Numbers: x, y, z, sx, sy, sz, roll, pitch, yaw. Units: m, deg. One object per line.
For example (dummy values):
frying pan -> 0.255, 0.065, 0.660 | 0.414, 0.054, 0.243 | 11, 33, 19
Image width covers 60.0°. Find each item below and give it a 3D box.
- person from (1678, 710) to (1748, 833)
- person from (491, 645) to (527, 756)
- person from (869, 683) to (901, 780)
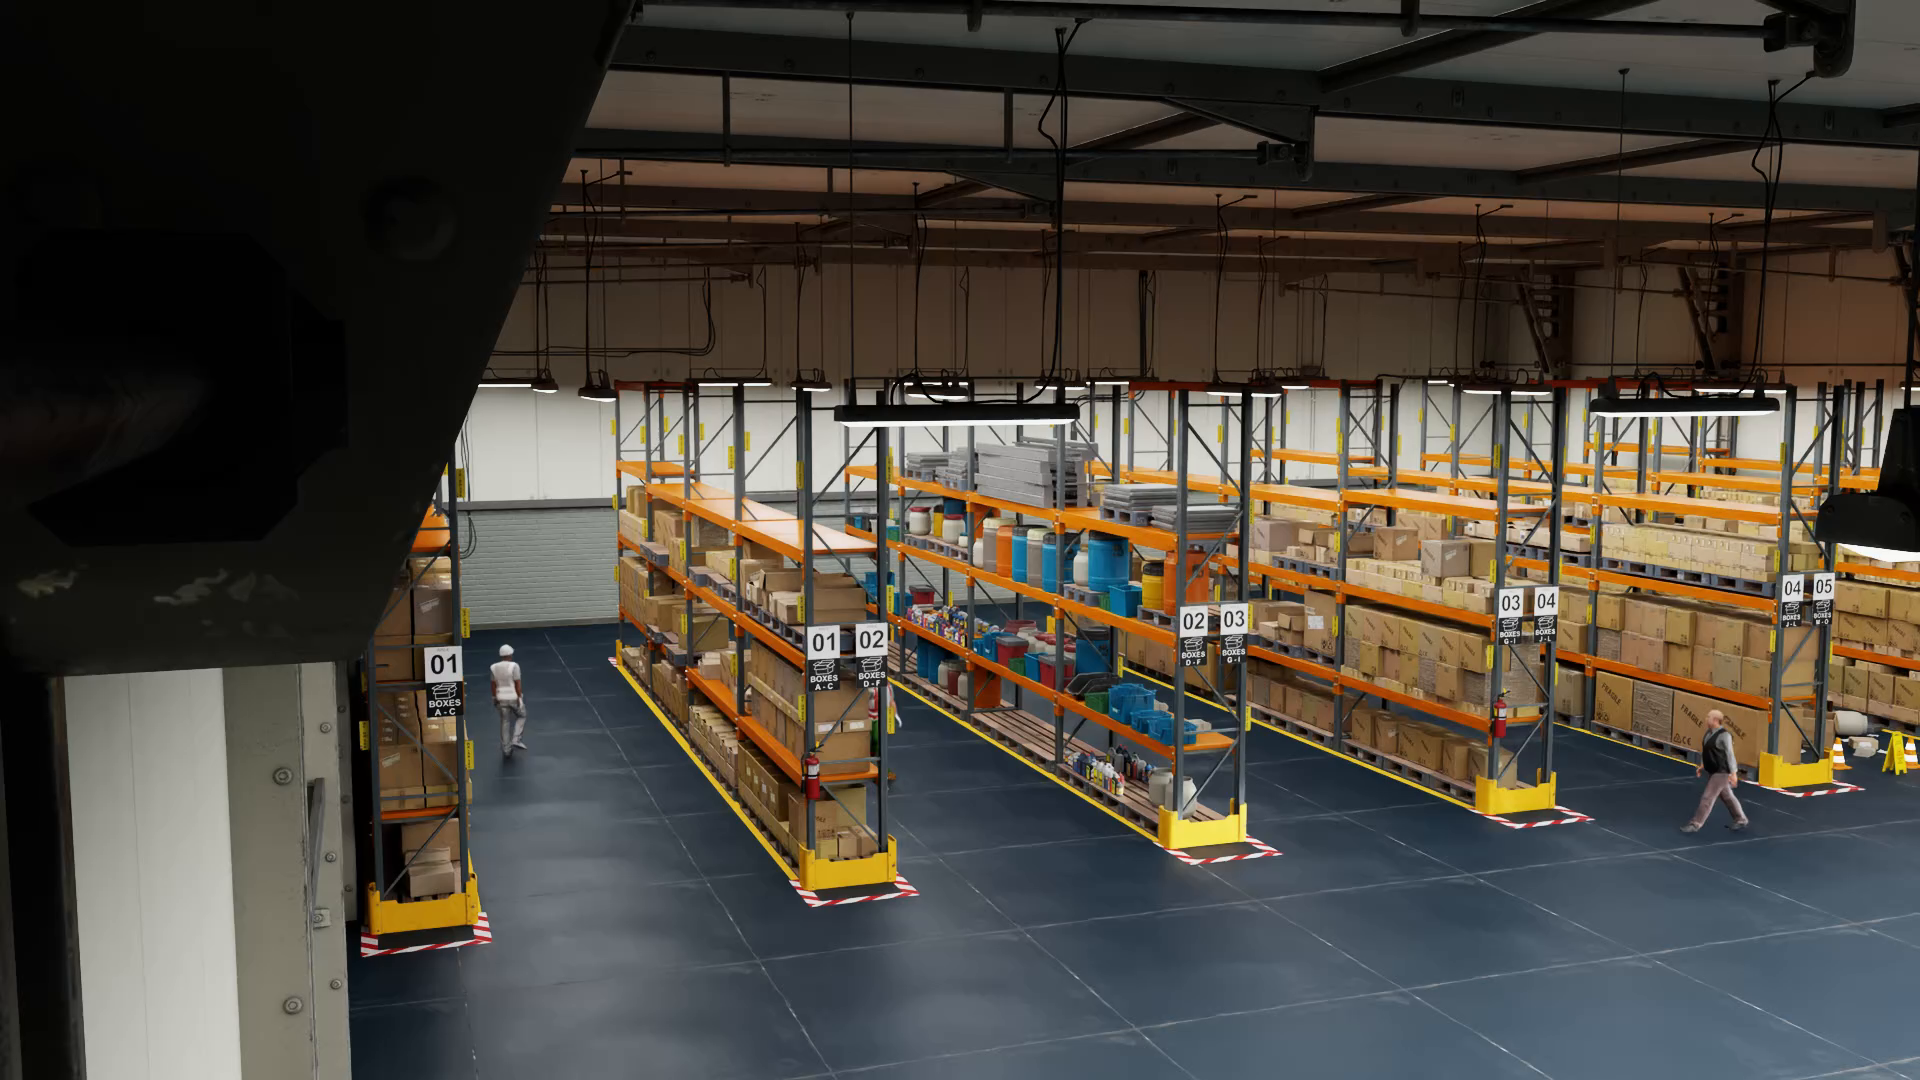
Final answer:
person -> 10.179, 3.111, 22.448 | 1.031, 1.656, 0.589 | 0, 6, -2
person -> -7.337, 2.585, 26.987 | 0.576, 1.770, 0.458 | 0, 6, -1
person -> -1.178, 2.748, 25.440 | 1.040, 1.731, 0.559 | 5, 8, 42
